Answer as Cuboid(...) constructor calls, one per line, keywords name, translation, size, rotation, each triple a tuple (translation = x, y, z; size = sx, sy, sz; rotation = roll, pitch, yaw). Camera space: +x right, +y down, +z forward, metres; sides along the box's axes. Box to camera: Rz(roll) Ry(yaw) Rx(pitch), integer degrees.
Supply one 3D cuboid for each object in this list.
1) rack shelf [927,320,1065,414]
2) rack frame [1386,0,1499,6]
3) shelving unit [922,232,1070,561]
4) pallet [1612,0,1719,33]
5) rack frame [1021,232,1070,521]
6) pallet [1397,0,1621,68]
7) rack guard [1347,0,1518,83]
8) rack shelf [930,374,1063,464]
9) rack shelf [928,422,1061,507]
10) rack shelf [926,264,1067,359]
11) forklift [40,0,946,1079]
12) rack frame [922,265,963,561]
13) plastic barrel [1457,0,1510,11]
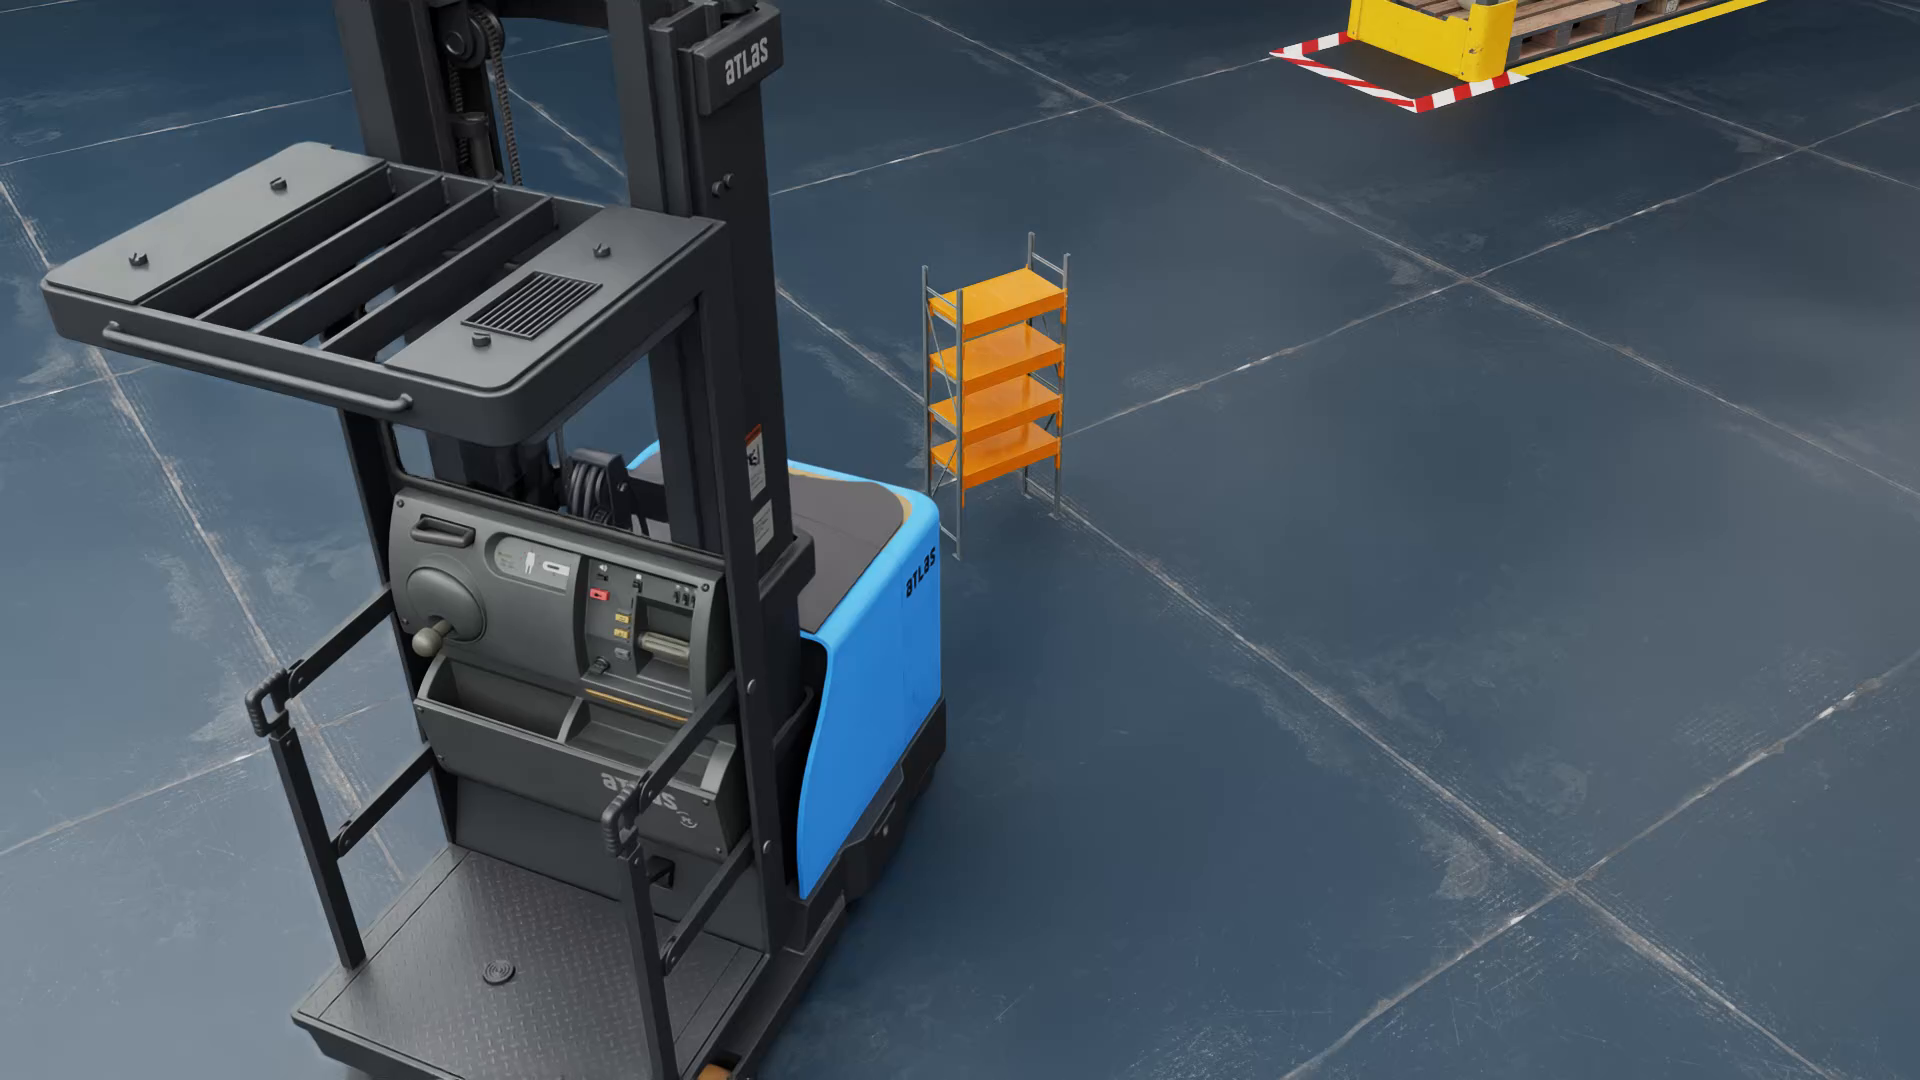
Cuboid(name="rack shelf", translation=(0.135, -0.670, 6.386), size=(0.480, 0.148, 0.258), rotation=(-22, 41, -28))
Cuboid(name="rack frame", translation=(3.134, -4.498, 10.436), size=(0.127, 3.000, 1.000), rotation=(-22, 41, -28))
Cuboid(name="shelving unit", translation=(0.135, -0.543, 6.477), size=(0.503, 1.200, 0.258), rotation=(-22, 41, -28))
Cuboid(name="pallet", translation=(4.833, -4.093, 12.260), size=(1.213, 0.211, 1.003), rotation=(-22, 41, -28))
Cuboid(name="rack frame", translation=(0.335, -0.625, 6.591), size=(0.015, 1.200, 0.240), rotation=(-22, 41, -28))
Cuboid(name="pallet", translation=(3.836, -3.685, 11.693), size=(1.213, 0.211, 1.003), rotation=(-22, 41, -28))
Cuboid(name="rack guard", translation=(3.169, -3.532, 11.232), size=(0.348, 0.500, 1.175), rotation=(-22, 41, -28))
Cuboid(name="rack shelf", translation=(0.135, -0.488, 6.516), size=(0.480, 0.148, 0.258), rotation=(-22, 41, -28))
Cuboid(name="rack shelf", translation=(0.135, -0.327, 6.632), size=(0.480, 0.148, 0.258), rotation=(-22, 41, -28))
Cuboid(name="rack shelf", translation=(0.135, -0.862, 6.248), size=(0.480, 0.148, 0.258), rotation=(-22, 41, -28))
Cuboid(name="forklift", translation=(-1.094, 0.223, 3.930), size=(1.130, 2.935, 3.031), rotation=(14, 38, 19))
Cuboid(name="rack frame", translation=(-0.064, -0.461, 6.363), size=(0.015, 1.200, 0.240), rotation=(-22, 41, -28))
Cuboid(name="plastic barrel", translation=(3.628, -3.917, 11.398), size=(0.421, 0.512, 0.421), rotation=(0, 36, 0))
